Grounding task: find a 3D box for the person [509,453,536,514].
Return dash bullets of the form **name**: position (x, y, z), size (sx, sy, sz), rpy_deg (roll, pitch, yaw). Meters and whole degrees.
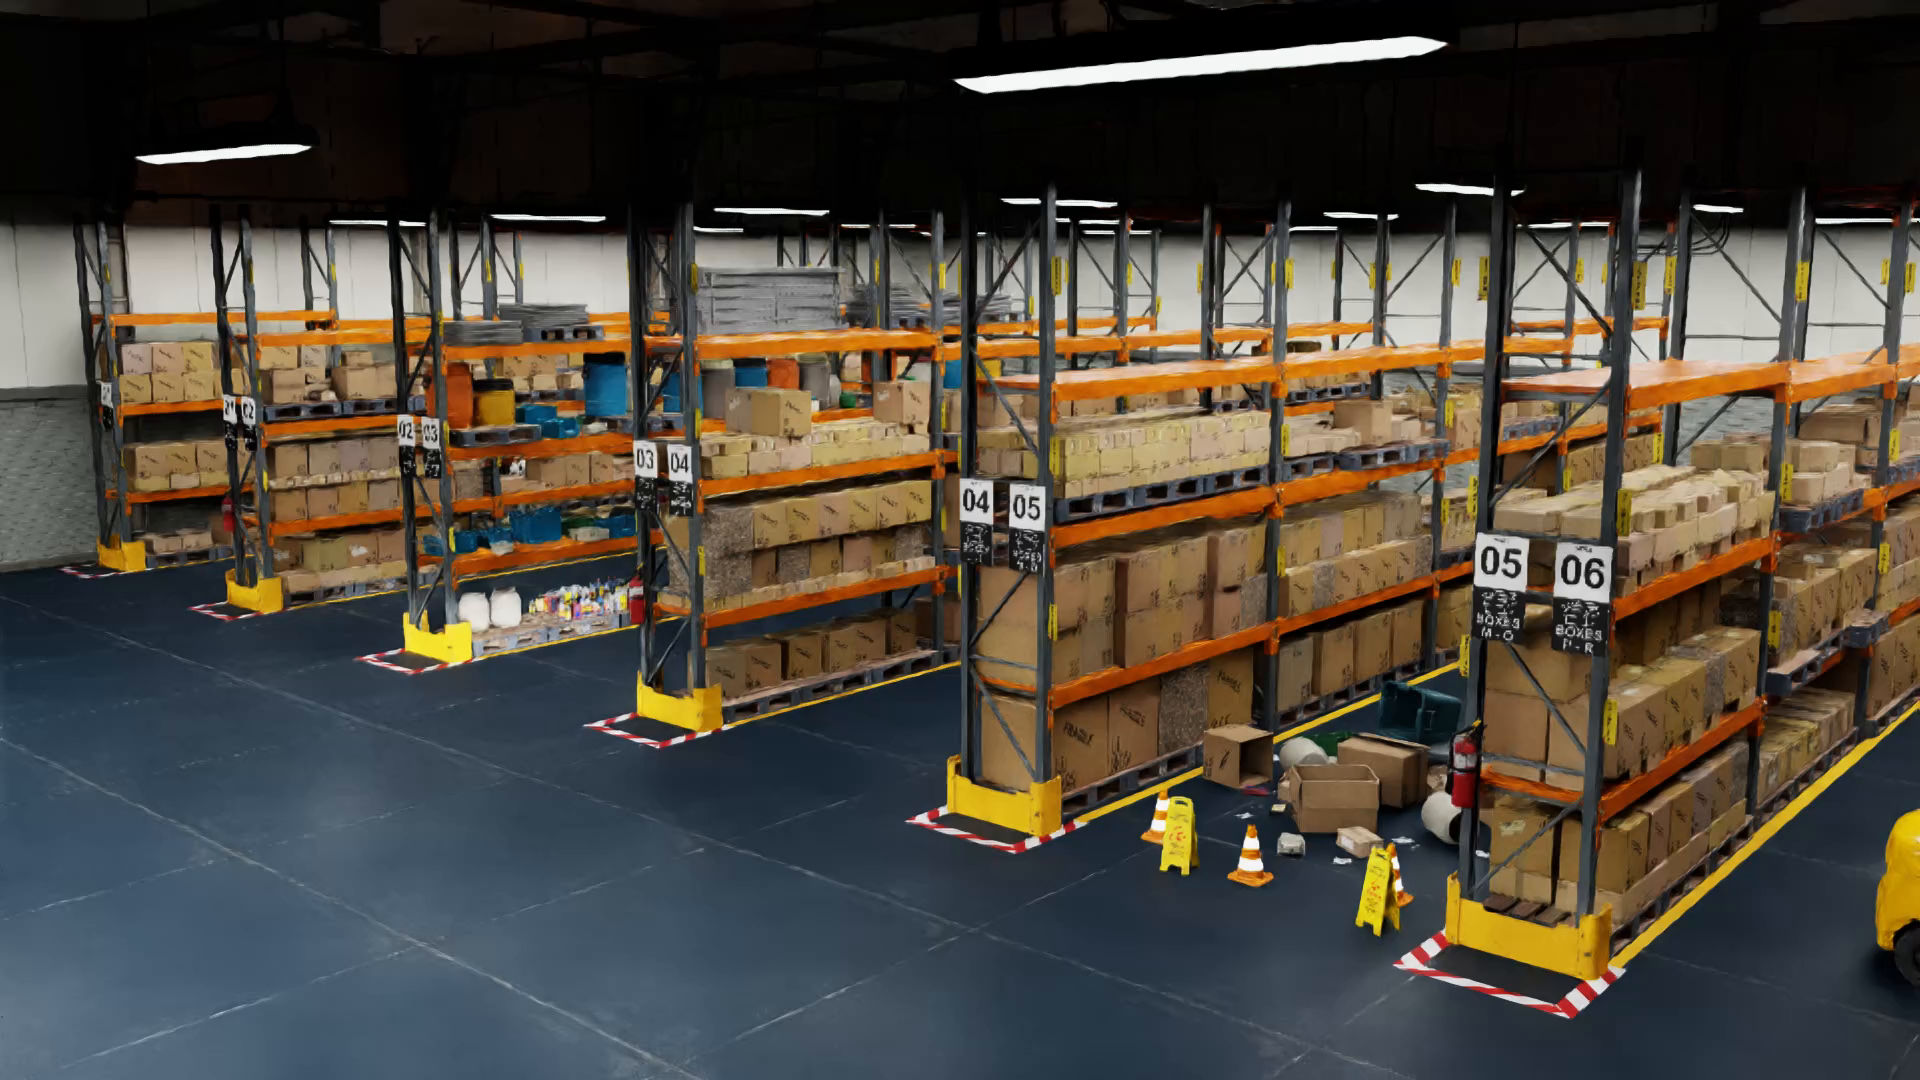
- **person**: position (-8.560, -1.024, 32.403), size (0.483, 1.621, 0.995), rpy_deg (6, 11, 32)
